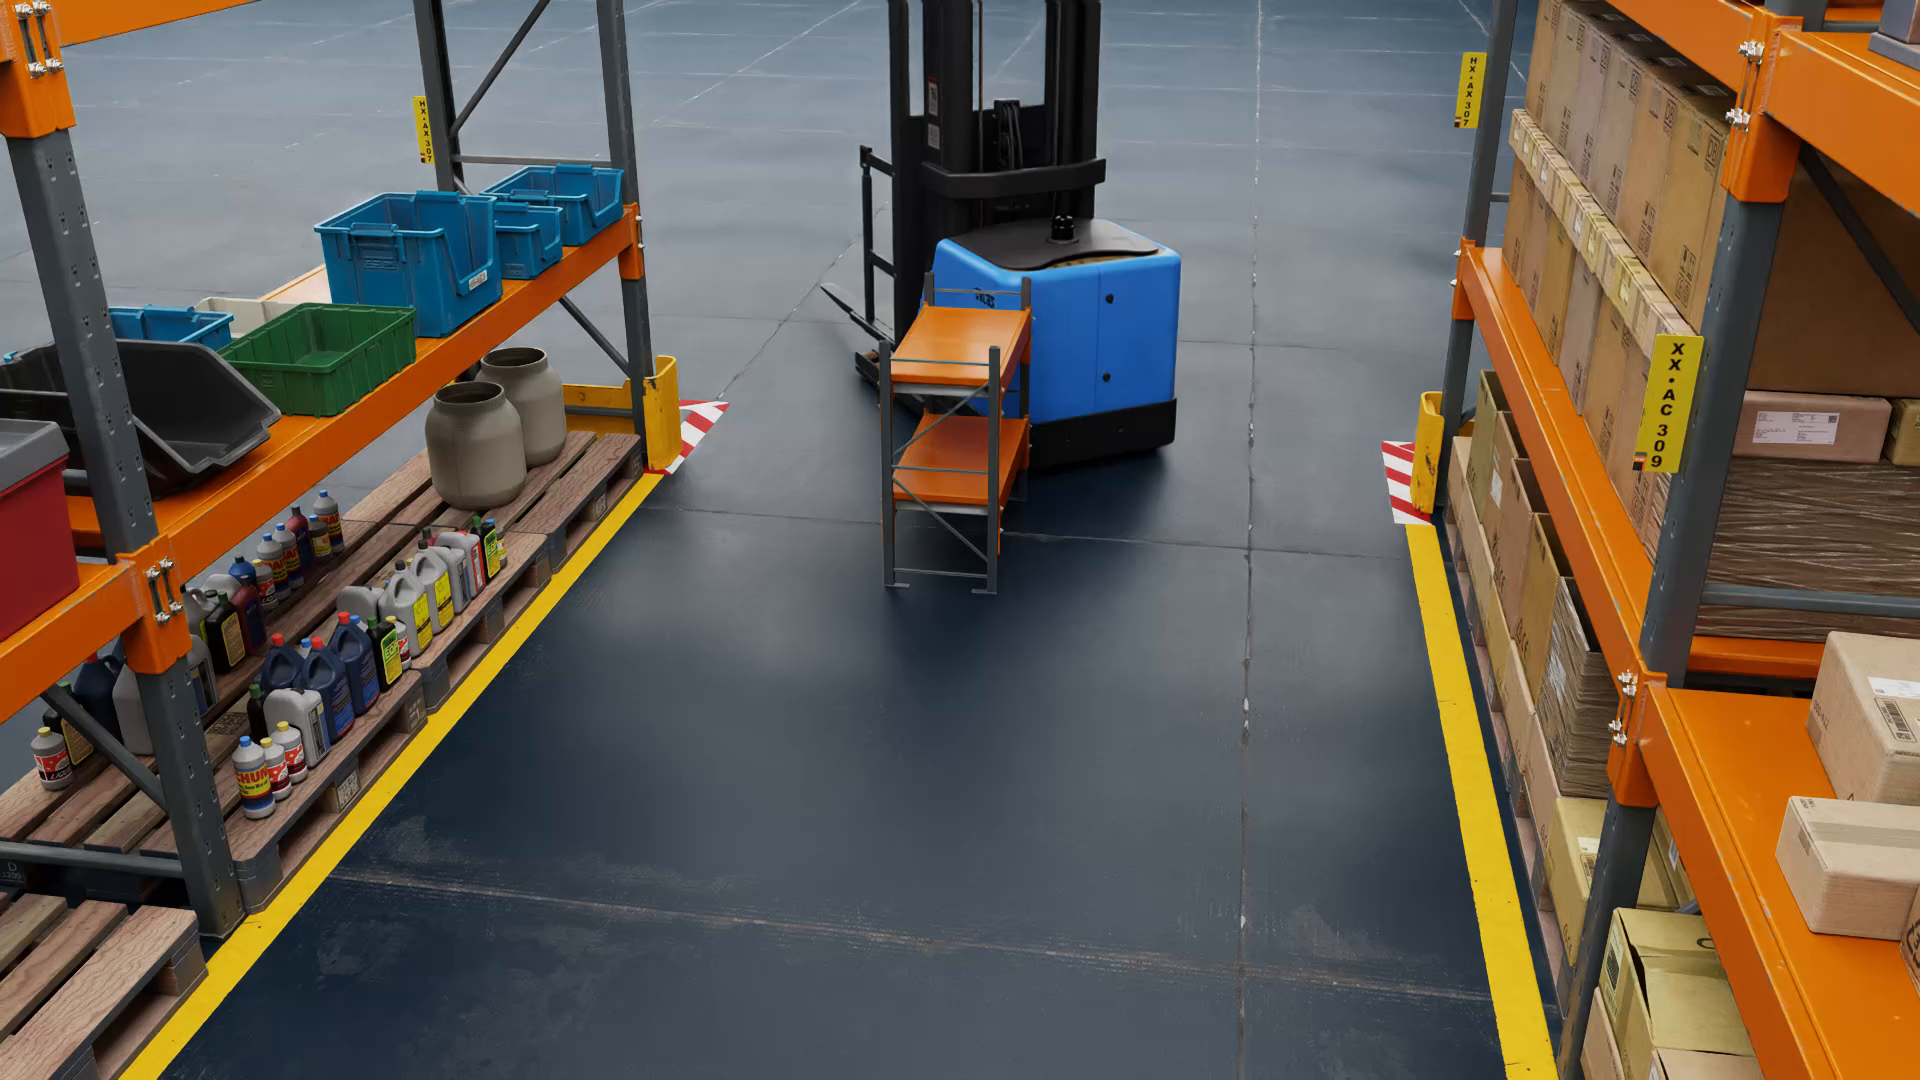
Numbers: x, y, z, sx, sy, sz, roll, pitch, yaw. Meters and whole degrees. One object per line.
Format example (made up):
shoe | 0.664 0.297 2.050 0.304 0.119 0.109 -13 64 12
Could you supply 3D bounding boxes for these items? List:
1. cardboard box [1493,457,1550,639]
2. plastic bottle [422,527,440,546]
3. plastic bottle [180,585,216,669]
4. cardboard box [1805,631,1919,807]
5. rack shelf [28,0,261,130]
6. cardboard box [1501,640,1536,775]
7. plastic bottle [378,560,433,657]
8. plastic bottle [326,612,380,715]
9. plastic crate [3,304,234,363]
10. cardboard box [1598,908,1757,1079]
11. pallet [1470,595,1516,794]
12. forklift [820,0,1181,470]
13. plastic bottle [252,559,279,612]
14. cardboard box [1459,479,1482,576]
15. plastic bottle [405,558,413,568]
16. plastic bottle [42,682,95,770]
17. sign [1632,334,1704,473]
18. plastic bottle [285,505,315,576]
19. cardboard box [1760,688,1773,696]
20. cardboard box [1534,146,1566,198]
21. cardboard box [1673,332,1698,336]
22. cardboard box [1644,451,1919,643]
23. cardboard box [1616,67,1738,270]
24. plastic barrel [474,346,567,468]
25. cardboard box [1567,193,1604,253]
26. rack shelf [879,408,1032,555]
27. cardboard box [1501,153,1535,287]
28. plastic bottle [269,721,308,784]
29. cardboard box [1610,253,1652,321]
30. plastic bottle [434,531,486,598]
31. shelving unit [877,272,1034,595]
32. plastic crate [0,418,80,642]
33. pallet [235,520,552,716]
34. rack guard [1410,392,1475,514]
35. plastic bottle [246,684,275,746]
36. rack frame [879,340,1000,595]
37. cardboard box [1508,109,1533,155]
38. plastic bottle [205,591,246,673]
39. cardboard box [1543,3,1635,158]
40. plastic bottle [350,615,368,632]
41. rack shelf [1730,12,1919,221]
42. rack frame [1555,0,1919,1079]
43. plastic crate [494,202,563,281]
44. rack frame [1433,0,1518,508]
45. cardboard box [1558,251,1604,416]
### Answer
cardboard box | 2.241 0.039 5.991 0.500 0.500 0.500 4 25 9
plastic bottle | -2.131 0.069 6.750 0.061 0.283 0.133 4 25 9
plastic bottle | -2.839 0.312 6.151 0.144 0.351 0.185 4 25 8
cardboard box | 2.105 0.438 3.454 0.500 0.250 0.500 6 26 12
rack shelf | -2.417 -2.053 5.908 1.077 0.370 4.000 4 25 9
cardboard box | 2.161 0.588 5.703 0.500 0.250 0.500 4 25 9
plastic bottle | -2.102 0.251 6.281 0.144 0.351 0.185 4 25 8
plastic bottle | -2.172 0.429 5.902 0.144 0.351 0.185 3 25 6
plastic crate | -2.831 -0.598 5.665 0.499 0.251 0.616 4 25 9
cardboard box | 1.829 1.118 3.911 0.500 0.311 0.500 4 25 9
pallet | 2.510 0.582 6.257 1.003 0.211 1.213 4 25 9
forklift | 0.040 -2.259 9.119 1.130 2.935 3.031 -11 27 -23
plastic bottle | -2.783 0.175 6.621 0.097 0.201 0.097 0 25 0
cardboard box | 2.411 -0.039 7.043 0.500 0.250 0.500 4 25 9
plastic bottle | -2.175 0.170 6.630 0.097 0.201 0.097 0 25 0
plastic bottle | -2.991 0.623 5.566 0.061 0.283 0.133 5 26 11
sign | 1.594 -0.305 3.749 0.100 0.325 0.005 4 25 9
plastic bottle | -2.749 0.004 6.888 0.061 0.283 0.133 4 25 9
cardboard box | 2.601 0.494 5.019 0.500 0.500 0.500 4 25 9
cardboard box | 2.393 -1.382 6.281 0.380 0.149 0.250 4 25 8
cardboard box | 2.018 -0.410 4.205 0.380 0.149 0.250 3 25 7
cardboard box | 2.208 -0.071 4.244 0.700 0.500 0.500 3 25 7
cardboard box | 2.372 -1.079 4.868 0.700 0.500 0.500 4 25 8
plastic barrel | -2.122 -0.640 8.018 0.421 0.512 0.421 0 25 0
cardboard box | 2.267 -1.059 5.592 0.380 0.149 0.250 4 25 9
rack shelf | -0.001 -0.285 7.609 0.538 0.278 1.000 4 25 9
cardboard box | 2.707 -1.363 7.006 0.700 0.500 0.500 4 25 9
plastic bottle | -2.226 0.696 5.506 0.097 0.201 0.097 0 25 0
cardboard box | 2.143 -0.732 4.893 0.380 0.149 0.250 4 25 8
plastic bottle | -2.026 0.079 6.736 0.152 0.276 0.135 4 25 9
shelving unit | -0.001 -0.507 7.506 0.538 1.125 1.048 4 25 9
plastic crate | -2.521 0.011 4.113 0.402 0.464 0.583 4 25 9
pallet | -2.396 0.289 6.883 1.003 0.211 1.213 4 25 9
rack guard | 2.800 -0.390 7.994 1.175 0.500 0.348 4 25 9
plastic bottle | -2.339 0.600 5.615 0.061 0.283 0.133 4 25 9
rack frame | -0.084 -0.294 7.051 0.500 1.125 0.032 4 25 9
cardboard box | 2.519 -1.702 6.965 0.380 0.149 0.250 4 25 8
plastic bottle | -2.734 0.339 6.173 0.061 0.283 0.133 4 25 9
cardboard box | 2.618 -1.708 6.213 0.700 0.500 0.500 3 25 7
plastic bottle | -2.185 0.401 6.055 0.097 0.271 0.097 0 25 0
rack shelf | 1.815 -0.035 1.598 1.077 0.370 4.000 4 25 9
rack frame | 2.142 0.161 3.868 1.000 3.000 0.127 4 25 9
plastic crate | -1.989 -1.288 7.139 0.499 0.251 0.408 4 25 9
rack frame | 2.796 -1.512 7.442 1.000 3.000 0.127 4 25 9
cardboard box | 2.457 -0.715 5.622 0.700 0.500 0.500 5 26 10
